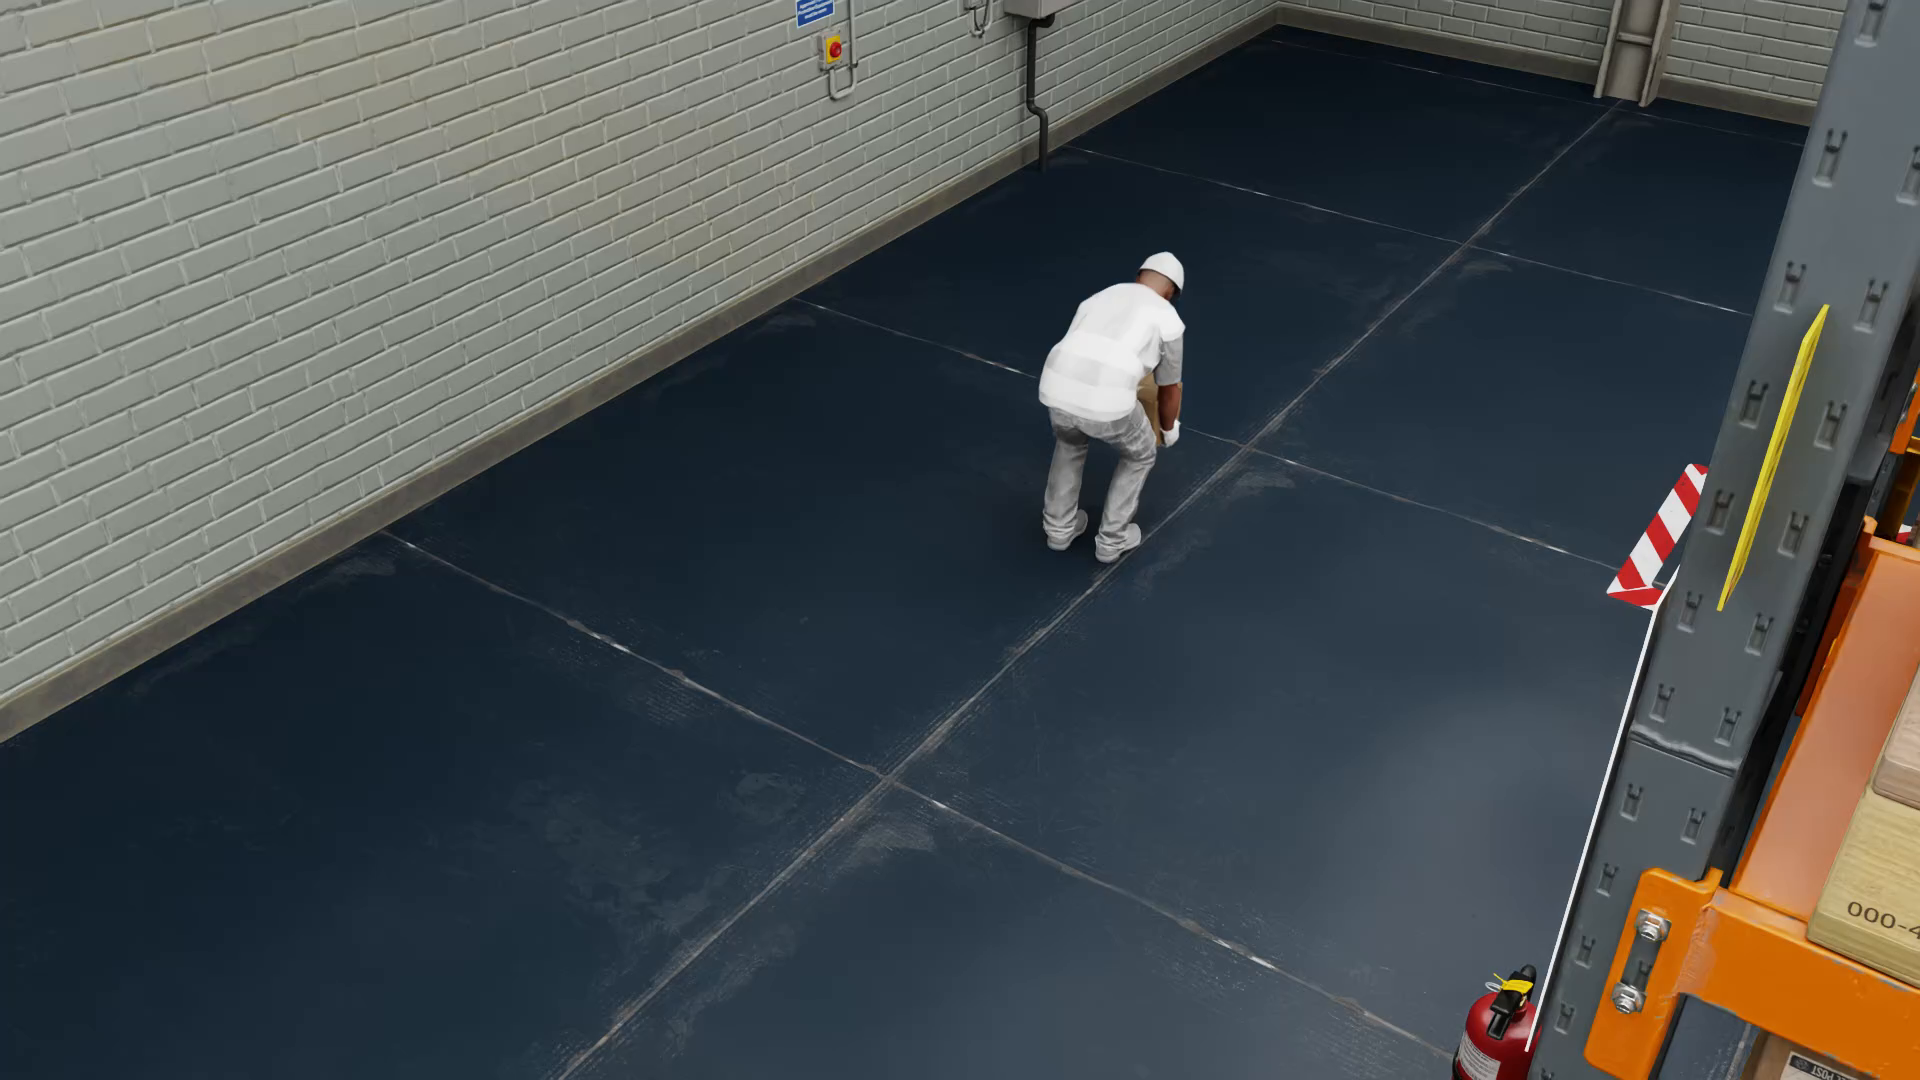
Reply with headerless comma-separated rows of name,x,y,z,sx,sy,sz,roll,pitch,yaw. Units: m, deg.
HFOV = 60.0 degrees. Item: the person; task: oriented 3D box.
person,0.701,-0.738,7.356,0.504,0.864,0.953,20,39,26
